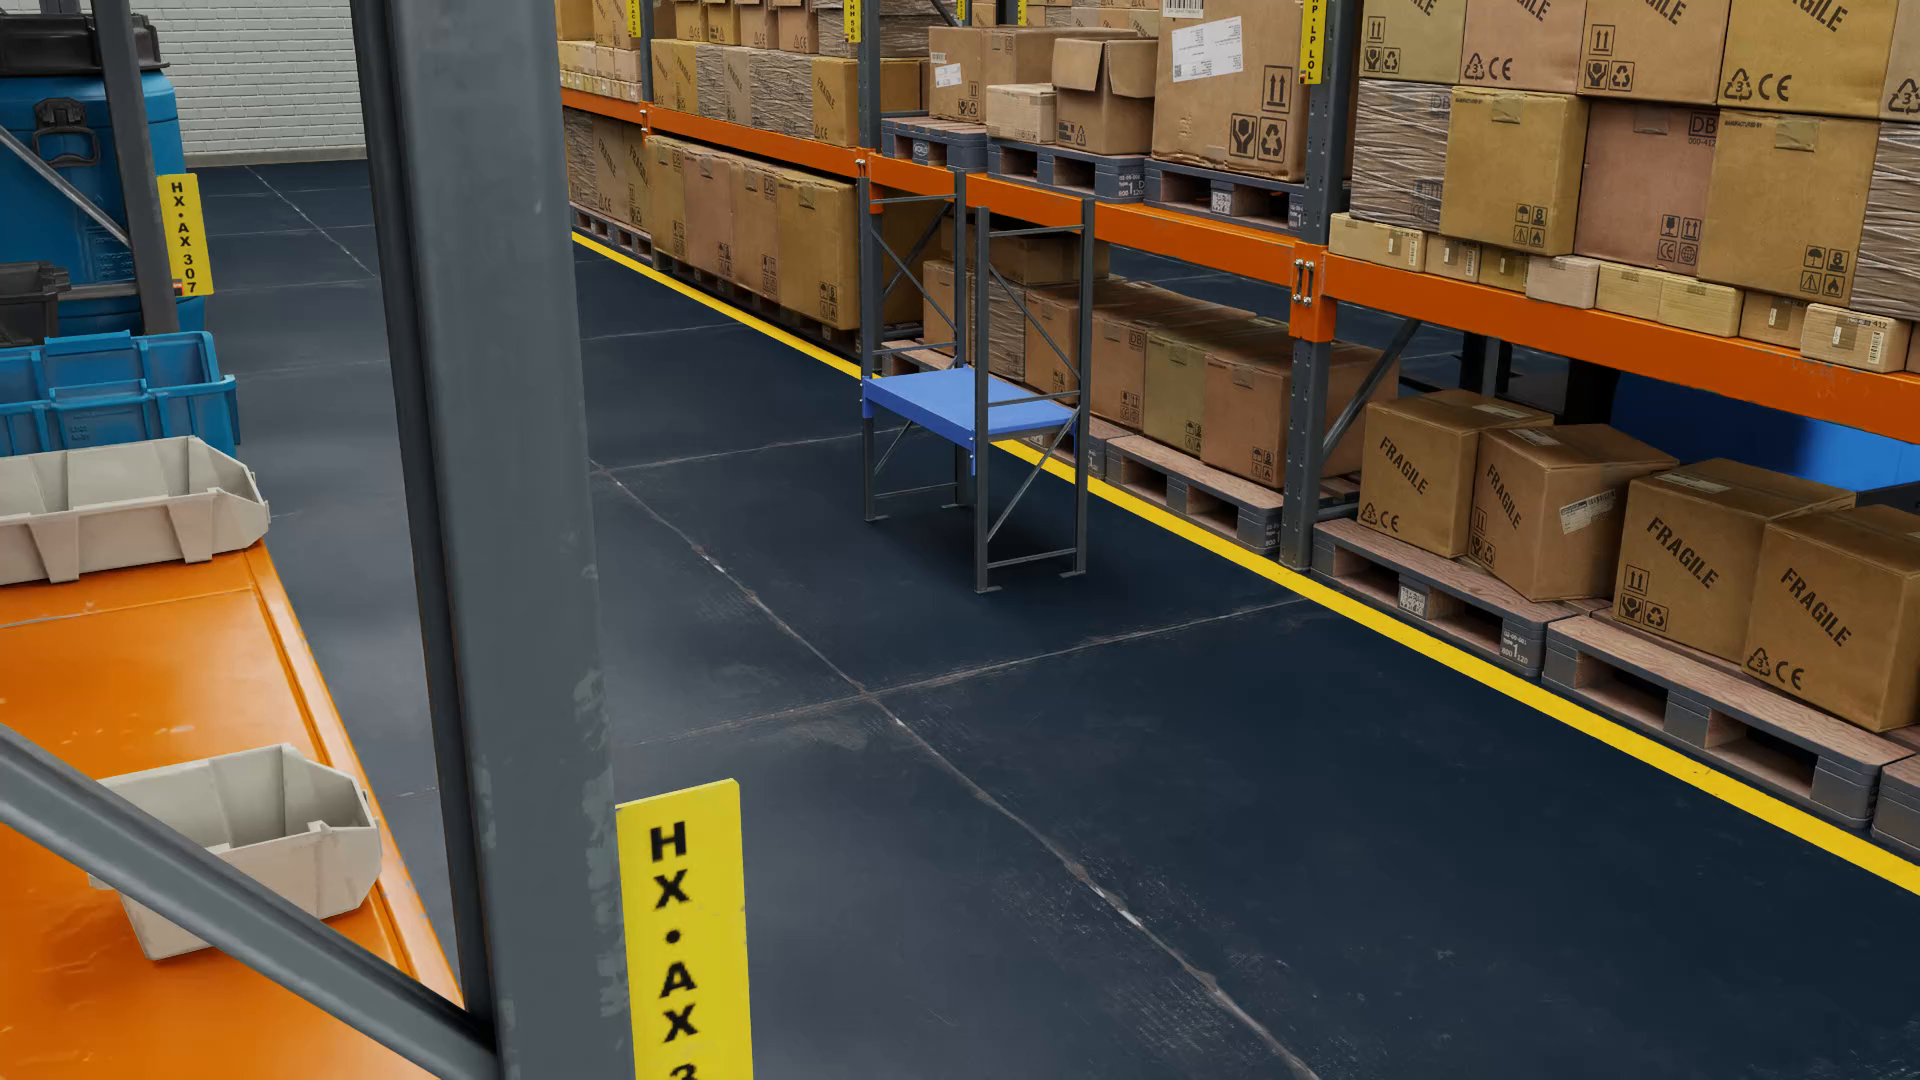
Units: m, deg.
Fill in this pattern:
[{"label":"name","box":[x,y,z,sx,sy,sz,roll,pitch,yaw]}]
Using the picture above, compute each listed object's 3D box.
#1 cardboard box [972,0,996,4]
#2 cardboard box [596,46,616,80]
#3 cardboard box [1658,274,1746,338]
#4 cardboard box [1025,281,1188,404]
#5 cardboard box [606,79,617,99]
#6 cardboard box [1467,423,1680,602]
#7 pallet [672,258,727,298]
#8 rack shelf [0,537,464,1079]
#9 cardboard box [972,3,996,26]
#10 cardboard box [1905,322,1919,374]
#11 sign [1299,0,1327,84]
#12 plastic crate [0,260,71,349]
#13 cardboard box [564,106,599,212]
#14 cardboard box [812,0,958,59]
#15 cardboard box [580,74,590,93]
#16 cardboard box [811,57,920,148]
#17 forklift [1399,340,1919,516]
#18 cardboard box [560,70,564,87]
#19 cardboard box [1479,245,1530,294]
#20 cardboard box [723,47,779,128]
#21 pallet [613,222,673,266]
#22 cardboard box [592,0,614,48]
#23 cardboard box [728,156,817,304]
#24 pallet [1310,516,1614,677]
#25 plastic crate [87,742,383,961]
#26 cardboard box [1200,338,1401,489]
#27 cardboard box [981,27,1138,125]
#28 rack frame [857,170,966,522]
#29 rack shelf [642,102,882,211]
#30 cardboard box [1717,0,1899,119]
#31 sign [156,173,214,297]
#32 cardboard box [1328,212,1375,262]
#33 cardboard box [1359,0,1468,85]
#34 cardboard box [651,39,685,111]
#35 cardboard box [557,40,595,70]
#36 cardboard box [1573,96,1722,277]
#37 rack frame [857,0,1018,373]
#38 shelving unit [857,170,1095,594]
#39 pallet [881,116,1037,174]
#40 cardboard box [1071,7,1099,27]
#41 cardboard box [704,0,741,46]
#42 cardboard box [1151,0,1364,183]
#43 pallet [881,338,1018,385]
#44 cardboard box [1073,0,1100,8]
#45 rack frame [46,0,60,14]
[{"label":"cardboard box","box":[0.471,-6.051,17.926,0.500,0.500,0.500,-10,21,-27]},{"label":"cardboard box","box":[-2.710,-3.977,13.831,0.500,0.250,0.500,-9,21,-25]},{"label":"cardboard box","box":[2.339,-0.720,5.006,0.380,0.149,0.250,-10,21,-27]},{"label":"cardboard box","box":[0.763,-1.042,8.712,0.700,0.500,0.500,-8,21,-22]},{"label":"cardboard box","box":[-2.699,-3.738,13.751,0.380,0.149,0.250,-10,22,-28]},{"label":"cardboard box","box":[2.210,-0.109,6.036,0.500,0.500,0.500,-3,19,-9]},{"label":"pallet","box":[-1.589,-2.145,13.023,1.003,0.211,1.213,-10,21,-27]},{"label":"rack shelf","box":[-1.632,0.305,2.751,1.077,0.370,4.000,-10,21,-27]},{"label":"cardboard box","box":[0.462,-5.576,18.084,0.500,0.500,0.500,-9,21,-24]},{"label":"cardboard box","box":[2.752,-0.515,4.411,0.380,0.149,0.250,-10,21,-27]},{"label":"sign","box":[1.290,-1.836,6.080,0.100,0.325,0.005,-10,21,-27]},{"label":"plastic crate","box":[-2.445,-0.410,3.815,0.767,0.338,0.504,-10,21,-27]},{"label":"cardboard box","box":[-3.115,-3.582,15.528,0.875,0.875,0.875,-10,21,-27]},{"label":"cardboard box","box":[-0.455,-3.258,10.284,0.797,0.503,0.637,-9,21,-25]},{"label":"cardboard box","box":[-3.065,-3.959,14.393,0.380,0.149,0.250,-10,22,-28]},{"label":"cardboard box","box":[-0.575,-2.675,10.131,0.500,0.500,0.500,-9,21,-25]},{"label":"forklift","box":[3.203,-1.758,7.733,1.130,2.935,3.031,-9,21,-23]},{"label":"cardboard box","box":[-3.430,-4.180,15.033,0.380,0.149,0.250,-10,22,-27]},{"label":"cardboard box","box":[1.992,-0.937,5.635,0.380,0.149,0.250,-10,21,-27]},{"label":"cardboard box","box":[-1.297,-3.114,11.403,0.500,0.500,0.500,-10,21,-26]},{"label":"pallet","box":[-2.314,-2.585,14.299,1.003,0.211,1.213,-10,21,-27]},{"label":"cardboard box","box":[-2.710,-4.332,13.711,0.500,0.500,0.500,-10,21,-26]},{"label":"cardboard box","box":[-0.848,-2.177,11.455,1.225,0.875,0.875,-10,21,-26]},{"label":"pallet","box":[2.127,0.129,6.433,1.003,0.211,1.213,-10,21,-27]},{"label":"plastic crate","box":[-0.824,0.357,1.902,0.298,0.136,0.250,-10,21,-27]},{"label":"cardboard box","box":[1.504,-0.582,7.377,0.700,0.500,0.500,-12,22,-31]},{"label":"cardboard box","box":[0.522,-2.476,8.913,0.700,0.500,0.500,-7,20,-19]},{"label":"rack frame","box":[-0.201,-0.830,7.239,0.500,1.500,0.032,-10,21,-27]},{"label":"rack shelf","box":[-1.072,-2.758,11.629,1.077,0.370,4.000,-10,21,-27]},{"label":"cardboard box","box":[2.490,-1.439,4.562,0.500,0.500,0.500,-10,21,-27]},{"label":"sign","box":[-2.092,-0.822,4.490,0.100,0.325,0.005,-10,21,-27]},{"label":"cardboard box","box":[1.614,-1.149,6.248,0.380,0.149,0.250,-10,21,-27]},{"label":"cardboard box","box":[1.767,-1.868,5.804,0.500,0.500,0.500,-10,21,-27]},{"label":"cardboard box","box":[-2.023,-3.549,12.665,0.500,0.500,0.500,-10,21,-26]},{"label":"cardboard box","box":[-3.443,-4.418,15.110,0.500,0.250,0.500,-11,22,-28]},{"label":"cardboard box","box":[2.469,-1.148,5.251,0.875,0.500,0.500,-10,21,-27]},{"label":"rack frame","box":[-0.122,-2.524,9.848,1.000,3.000,0.127,-10,21,-27]},{"label":"shelving unit","box":[0.041,-0.684,6.816,0.538,1.500,1.048,-10,21,-27]},{"label":"pallet","box":[0.310,-2.246,9.335,1.213,0.211,1.003,-10,21,-27]},{"label":"cardboard box","box":[1.432,-4.987,16.376,0.500,0.500,0.500,-10,21,-27]},{"label":"cardboard box","box":[-1.396,-3.813,11.892,0.797,0.503,0.637,-10,21,-26]},{"label":"cardboard box","box":[1.523,-2.108,7.078,1.000,1.000,1.000,-10,21,-26]},{"label":"pallet","box":[0.247,-0.982,9.652,1.003,0.211,1.213,-10,21,-27]},{"label":"cardboard box","box":[1.449,-5.462,16.220,0.500,0.500,0.500,-9,21,-25]},{"label":"rack frame","box":[-6.381,-2.905,10.953,1.000,3.000,0.127,-10,21,-27]}]
